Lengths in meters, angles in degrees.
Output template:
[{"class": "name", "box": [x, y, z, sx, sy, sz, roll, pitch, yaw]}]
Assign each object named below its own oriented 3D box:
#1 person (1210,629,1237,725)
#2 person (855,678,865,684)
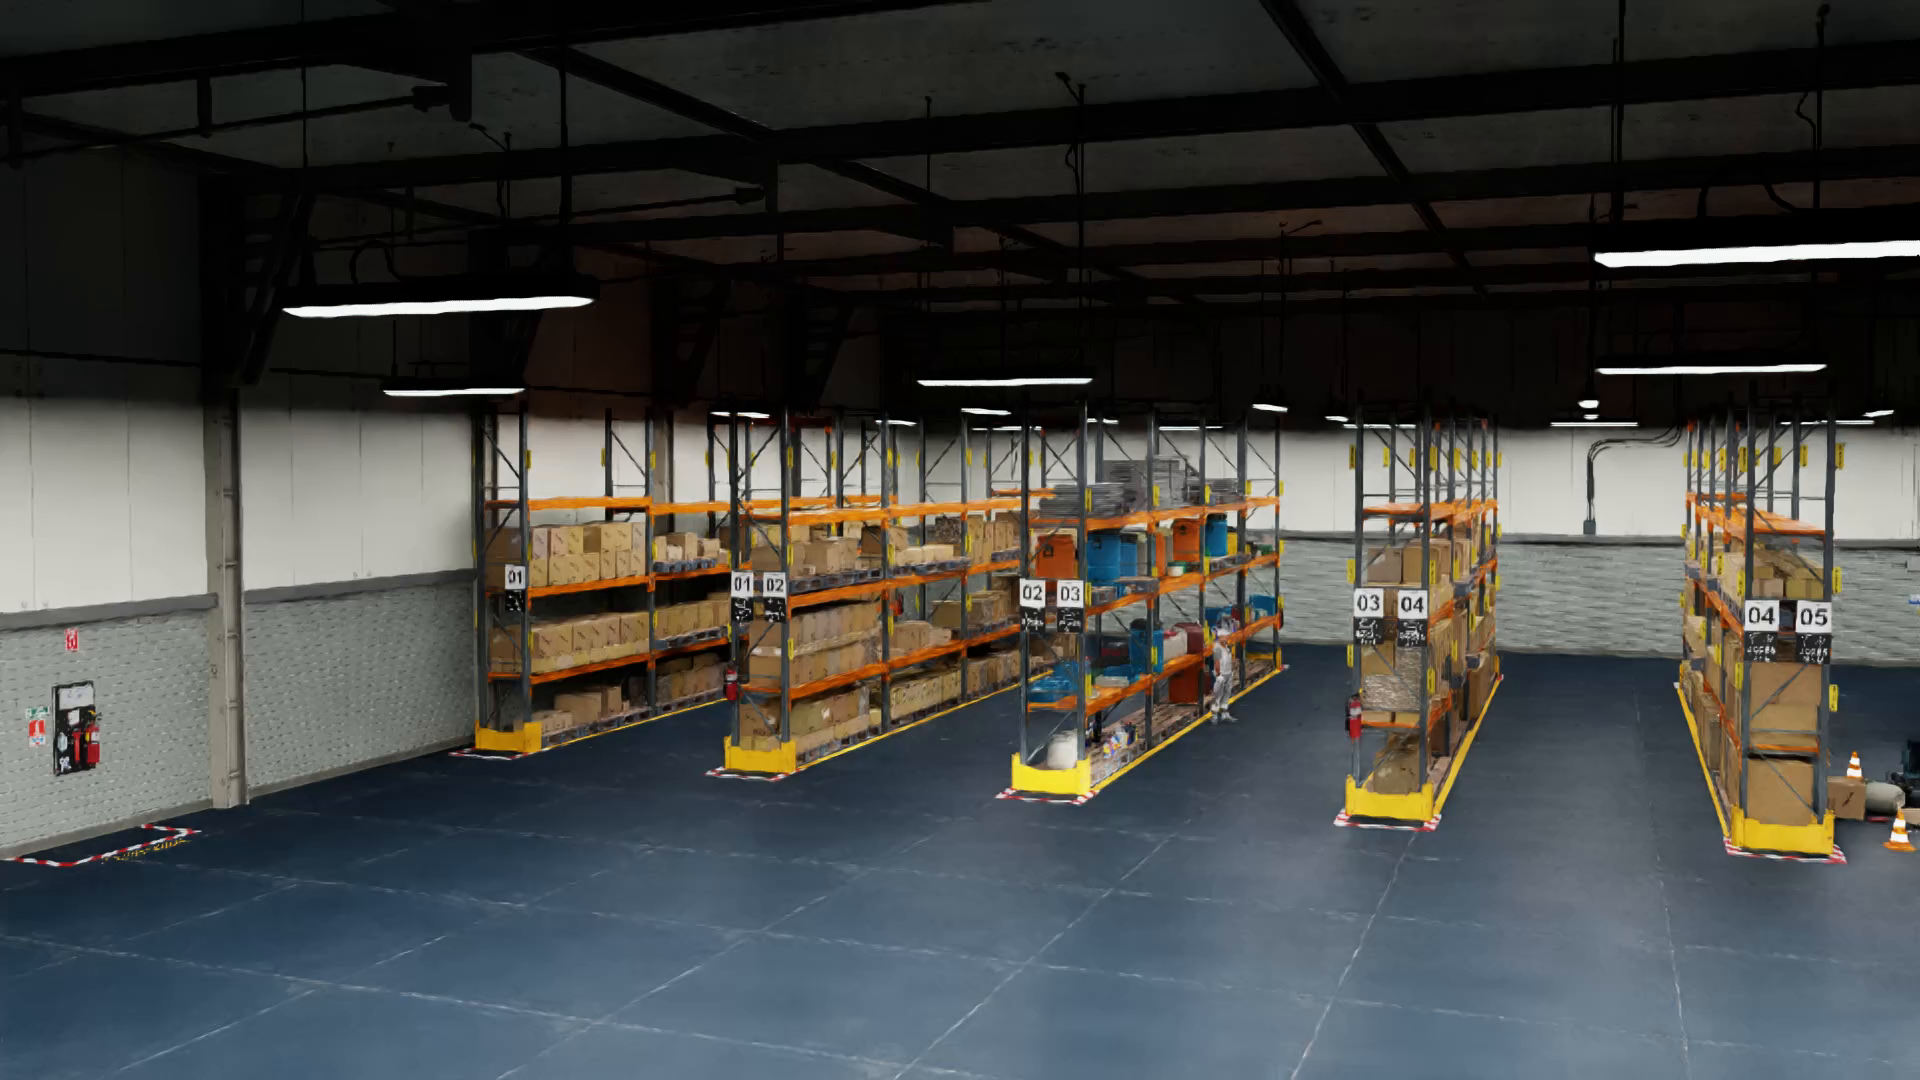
[{"class": "person", "box": [4.962, 2.560, 31.373, 0.390, 1.792, 0.709, 2, 3, 33]}, {"class": "person", "box": [-2.154, 2.393, 36.428, 0.423, 1.674, 0.507, 0, 3, -6]}]
